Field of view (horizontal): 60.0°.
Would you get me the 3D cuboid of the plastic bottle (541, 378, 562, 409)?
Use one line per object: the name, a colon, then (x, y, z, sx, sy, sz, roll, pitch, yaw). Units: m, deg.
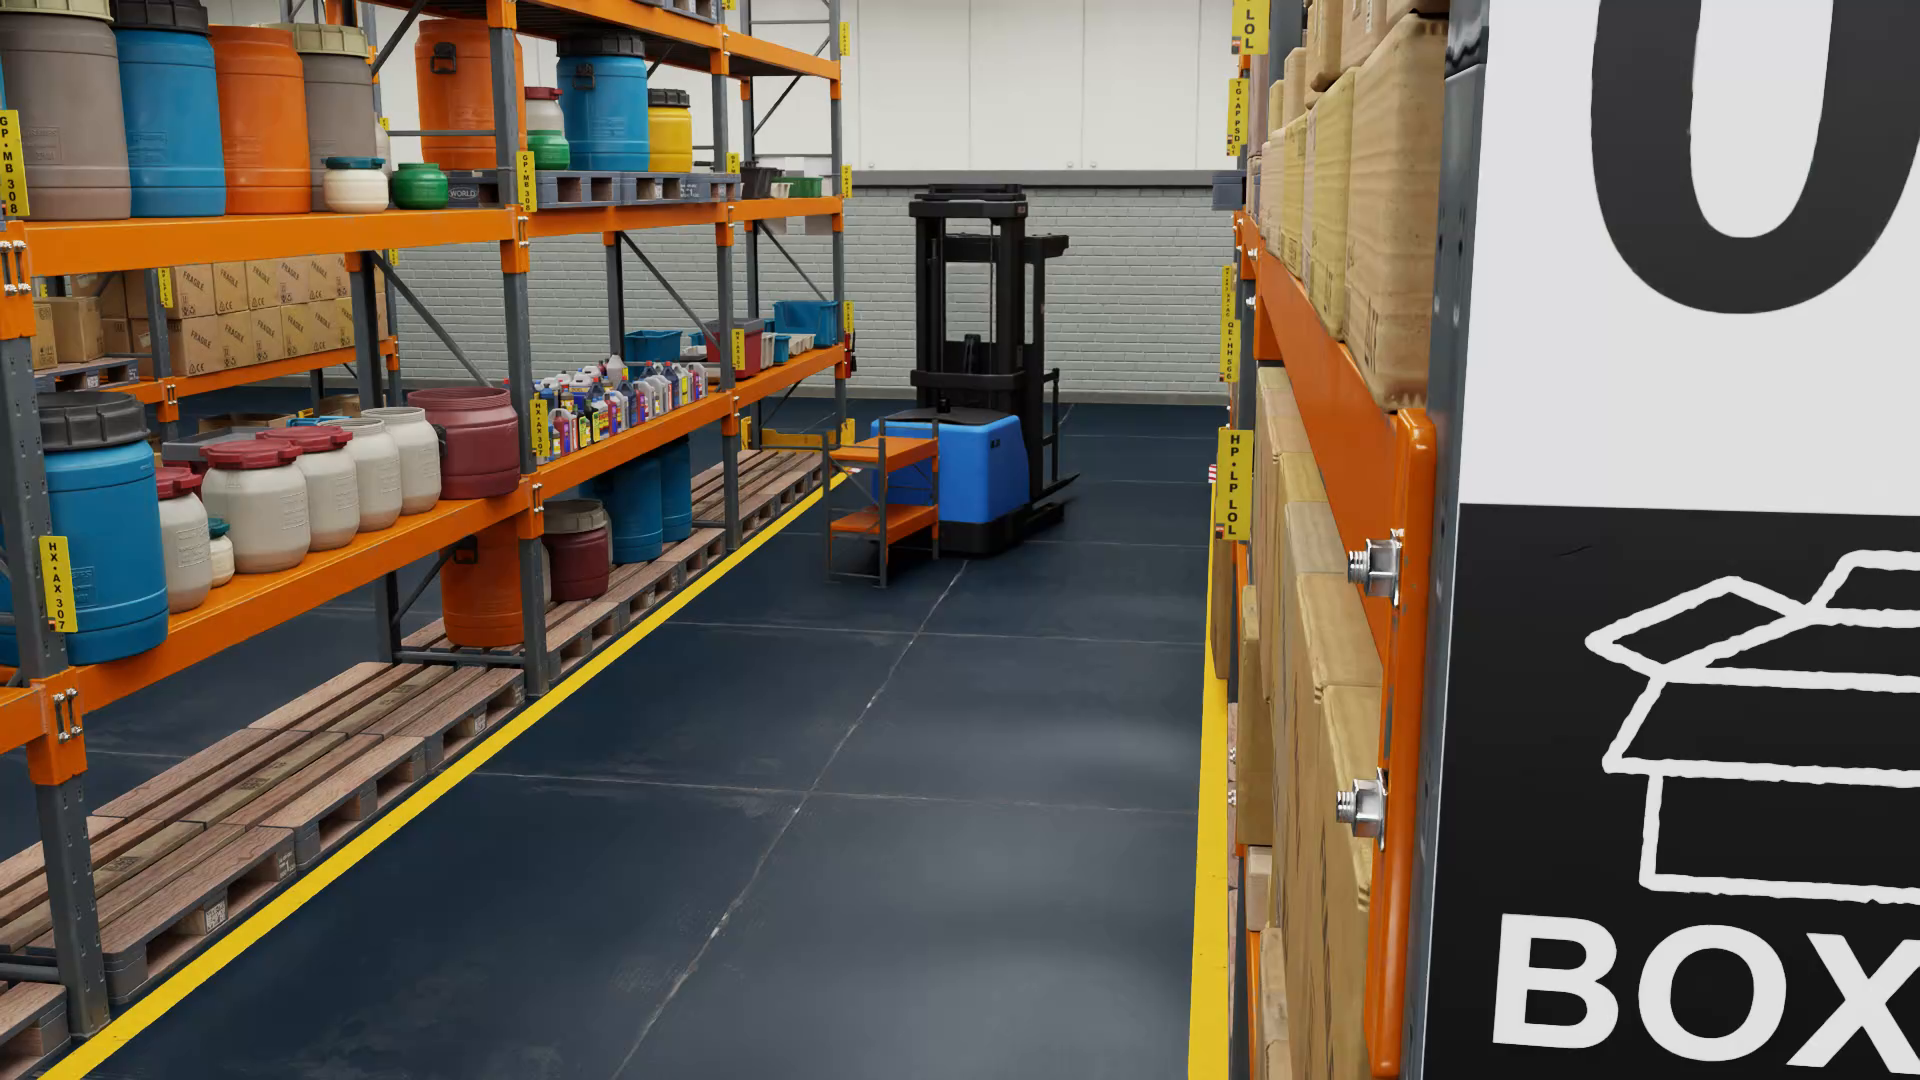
plastic bottle: (-2.938, -1.017, 11.887, 0.152, 0.276, 0.135, 2, 12, 9)

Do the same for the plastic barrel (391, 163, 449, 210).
plastic barrel: (-2.914, -1.907, 8.973, 0.294, 0.245, 0.294, 0, 12, 0)

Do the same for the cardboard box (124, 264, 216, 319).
cardboard box: (-6.855, -2.191, 14.428, 0.500, 0.500, 0.500, 2, 12, 10)

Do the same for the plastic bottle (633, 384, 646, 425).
plastic bottle: (-2.234, -0.946, 11.541, 0.061, 0.283, 0.133, 2, 12, 9)

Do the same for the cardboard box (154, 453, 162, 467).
cardboard box: (-6.998, -0.445, 13.828, 0.500, 0.500, 0.500, 2, 12, 8)

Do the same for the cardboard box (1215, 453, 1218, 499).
cardboard box: (2.367, -0.089, 11.333, 1.225, 0.875, 0.875, 1, 12, 7)

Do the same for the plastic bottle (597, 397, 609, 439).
plastic bottle: (-2.354, -0.802, 10.902, 0.097, 0.271, 0.097, 0, 12, 0)

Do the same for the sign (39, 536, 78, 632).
sign: (-3.000, 0.147, 5.532, 0.100, 0.325, 0.005, 2, 12, 9)

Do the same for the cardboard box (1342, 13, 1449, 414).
cardboard box: (0.560, -0.246, 1.250, 0.500, 0.250, 0.500, 2, 12, 10)

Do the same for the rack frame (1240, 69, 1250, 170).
rack frame: (2.582, -4.175, 12.006, 1.000, 3.000, 0.127, 2, 12, 9)

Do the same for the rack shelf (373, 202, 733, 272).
rack shelf: (-2.619, -2.101, 11.210, 1.077, 0.370, 4.000, 2, 12, 9)

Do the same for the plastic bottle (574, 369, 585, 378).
plastic bottle: (-2.861, -1.156, 12.545, 0.097, 0.271, 0.097, 0, 12, 0)

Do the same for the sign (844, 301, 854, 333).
sign: (-1.151, -2.301, 17.162, 0.100, 0.325, 0.005, 2, 12, 9)

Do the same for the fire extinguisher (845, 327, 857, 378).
fire extinguisher: (-1.224, -2.032, 17.371, 0.296, 0.674, 0.183, 2, 12, 9)

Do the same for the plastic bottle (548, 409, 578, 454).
plastic bottle: (-2.470, -0.685, 10.348, 0.152, 0.276, 0.135, 2, 12, 9)

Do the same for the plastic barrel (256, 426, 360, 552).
plastic barrel: (-2.999, -0.239, 7.658, 0.433, 0.535, 0.433, 0, 12, 0)

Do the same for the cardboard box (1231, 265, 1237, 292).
cardboard box: (2.706, -2.210, 14.999, 0.500, 0.500, 0.500, 2, 12, 7)

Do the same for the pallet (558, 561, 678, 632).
pallet: (-2.657, 0.374, 11.755, 1.003, 0.211, 1.213, 2, 12, 9)

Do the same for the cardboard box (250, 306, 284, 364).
cardboard box: (-6.703, -1.921, 15.549, 0.500, 0.500, 0.500, 2, 12, 8)

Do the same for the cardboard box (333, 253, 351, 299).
cardboard box: (-6.464, -2.728, 16.919, 0.500, 0.500, 0.500, 2, 12, 10)

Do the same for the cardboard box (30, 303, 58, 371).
cardboard box: (-7.543, -1.582, 12.978, 0.700, 0.500, 0.500, 4, 13, 18)

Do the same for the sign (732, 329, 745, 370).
sign: (-1.769, -1.520, 13.269, 0.100, 0.325, 0.005, 2, 12, 9)

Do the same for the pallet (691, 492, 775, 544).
pallet: (-2.237, -0.194, 14.392, 1.003, 0.211, 1.213, 2, 12, 9)

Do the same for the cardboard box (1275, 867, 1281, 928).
cardboard box: (0.926, 0.737, 2.509, 0.875, 0.500, 0.500, 2, 12, 9)

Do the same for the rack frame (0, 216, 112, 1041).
rack frame: (-3.542, 0.263, 5.655, 1.000, 3.000, 0.127, 2, 12, 9)

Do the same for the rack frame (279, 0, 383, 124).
rack frame: (-6.591, -5.329, 17.362, 1.000, 3.000, 0.127, 2, 12, 9)

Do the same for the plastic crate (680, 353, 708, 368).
plastic crate: (-2.405, -1.539, 14.527, 0.437, 0.125, 0.590, 2, 12, 9)

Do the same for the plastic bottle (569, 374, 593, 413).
plastic bottle: (-2.752, -1.060, 12.088, 0.152, 0.276, 0.135, 2, 12, 9)

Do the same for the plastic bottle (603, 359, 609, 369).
plastic bottle: (-2.790, -1.283, 13.105, 0.061, 0.283, 0.133, 2, 12, 9)

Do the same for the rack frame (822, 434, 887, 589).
rack frame: (-0.781, -0.210, 12.300, 0.500, 1.125, 0.032, 5, 13, 21)

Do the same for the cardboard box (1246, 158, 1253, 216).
cardboard box: (1.564, -1.606, 7.562, 0.500, 0.250, 0.500, 2, 12, 10)

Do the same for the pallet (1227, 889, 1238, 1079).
pallet: (1.470, 1.624, 5.956, 1.003, 0.211, 1.213, 2, 12, 9)

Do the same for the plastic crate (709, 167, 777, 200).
plastic crate: (-1.850, -3.055, 14.239, 0.497, 0.269, 0.590, 2, 12, 9)

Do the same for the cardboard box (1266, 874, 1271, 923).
cardboard box: (0.854, 0.842, 3.563, 0.380, 0.149, 0.250, 2, 12, 9)

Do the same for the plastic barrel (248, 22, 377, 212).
plastic barrel: (-3.268, -2.118, 8.389, 0.600, 0.901, 0.600, 0, 12, 0)

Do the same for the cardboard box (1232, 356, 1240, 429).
cardboard box: (2.111, -0.995, 11.251, 0.500, 0.500, 0.500, 2, 12, 7)

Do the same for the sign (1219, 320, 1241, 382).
sign: (1.418, -0.993, 8.732, 0.100, 0.325, 0.005, 2, 12, 9)

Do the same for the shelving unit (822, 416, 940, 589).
shelving unit: (-0.593, -0.310, 12.762, 0.538, 1.125, 1.048, 5, 13, 21)

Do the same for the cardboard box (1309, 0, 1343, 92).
cardboard box: (0.576, -0.564, 1.780, 0.380, 0.149, 0.250, 2, 12, 9)

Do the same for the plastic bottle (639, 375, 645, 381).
plastic bottle: (-2.313, -1.066, 12.127, 0.097, 0.271, 0.097, 0, 12, 0)

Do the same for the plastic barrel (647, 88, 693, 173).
plastic barrel: (-2.252, -2.970, 12.090, 0.600, 0.588, 0.600, 0, 12, 0)

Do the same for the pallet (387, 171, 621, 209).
pallet: (-2.713, -2.100, 9.947, 1.003, 0.211, 1.213, 2, 12, 9)

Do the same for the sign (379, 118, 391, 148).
sign: (-6.045, -4.274, 17.482, 0.100, 0.325, 0.005, 2, 12, 9)

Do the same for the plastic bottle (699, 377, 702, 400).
plastic bottle: (-2.044, -1.188, 12.858, 0.097, 0.201, 0.097, 0, 12, 0)

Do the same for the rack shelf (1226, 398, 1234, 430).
rack shelf: (2.275, -0.474, 10.782, 1.077, 0.370, 4.000, 2, 12, 9)

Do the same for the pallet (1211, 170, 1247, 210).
pallet: (2.014, -1.919, 9.108, 1.213, 0.211, 1.003, 2, 12, 11)

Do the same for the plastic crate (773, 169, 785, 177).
plastic crate: (-2.031, -3.567, 16.614, 0.497, 0.269, 0.590, 2, 12, 9)

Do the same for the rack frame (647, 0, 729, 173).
rack frame: (-2.312, -4.335, 12.750, 1.000, 3.000, 0.127, 2, 12, 9)

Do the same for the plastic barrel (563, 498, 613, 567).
plastic barrel: (-2.696, -0.017, 11.861, 0.421, 0.512, 0.421, 0, 12, 0)

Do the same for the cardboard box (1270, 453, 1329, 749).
cardboard box: (0.813, 0.138, 2.916, 0.500, 0.500, 0.500, 2, 12, 9)

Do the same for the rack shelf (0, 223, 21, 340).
rack shelf: (-3.850, -0.436, 3.483, 1.077, 0.370, 4.000, 2, 12, 9)

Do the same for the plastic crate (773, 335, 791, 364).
plastic crate: (-1.759, -1.747, 15.235, 0.416, 0.233, 0.300, 2, 12, 9)

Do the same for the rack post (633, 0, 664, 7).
rack post: (-2.497, -3.666, 10.829, 0.937, 0.300, 0.954, 3, 13, 15)

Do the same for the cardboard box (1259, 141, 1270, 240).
cardboard box: (1.030, -0.885, 4.214, 0.500, 0.250, 0.500, 1, 12, 6)

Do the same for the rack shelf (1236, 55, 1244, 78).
rack shelf: (2.890, -4.044, 14.055, 1.077, 0.370, 4.000, 2, 12, 9)

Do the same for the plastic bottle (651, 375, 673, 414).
plastic bottle: (-2.187, -1.069, 12.126, 0.152, 0.276, 0.135, 2, 12, 9)

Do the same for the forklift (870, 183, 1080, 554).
forklift: (0.279, -1.588, 14.406, 1.130, 2.935, 3.031, 5, 13, 21)

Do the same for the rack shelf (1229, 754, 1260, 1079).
rack shelf: (1.044, 1.191, 3.054, 1.077, 0.370, 4.000, 2, 12, 9)

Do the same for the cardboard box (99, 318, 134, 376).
cardboard box: (-7.382, -1.725, 14.642, 0.500, 0.500, 0.500, 2, 12, 10)
